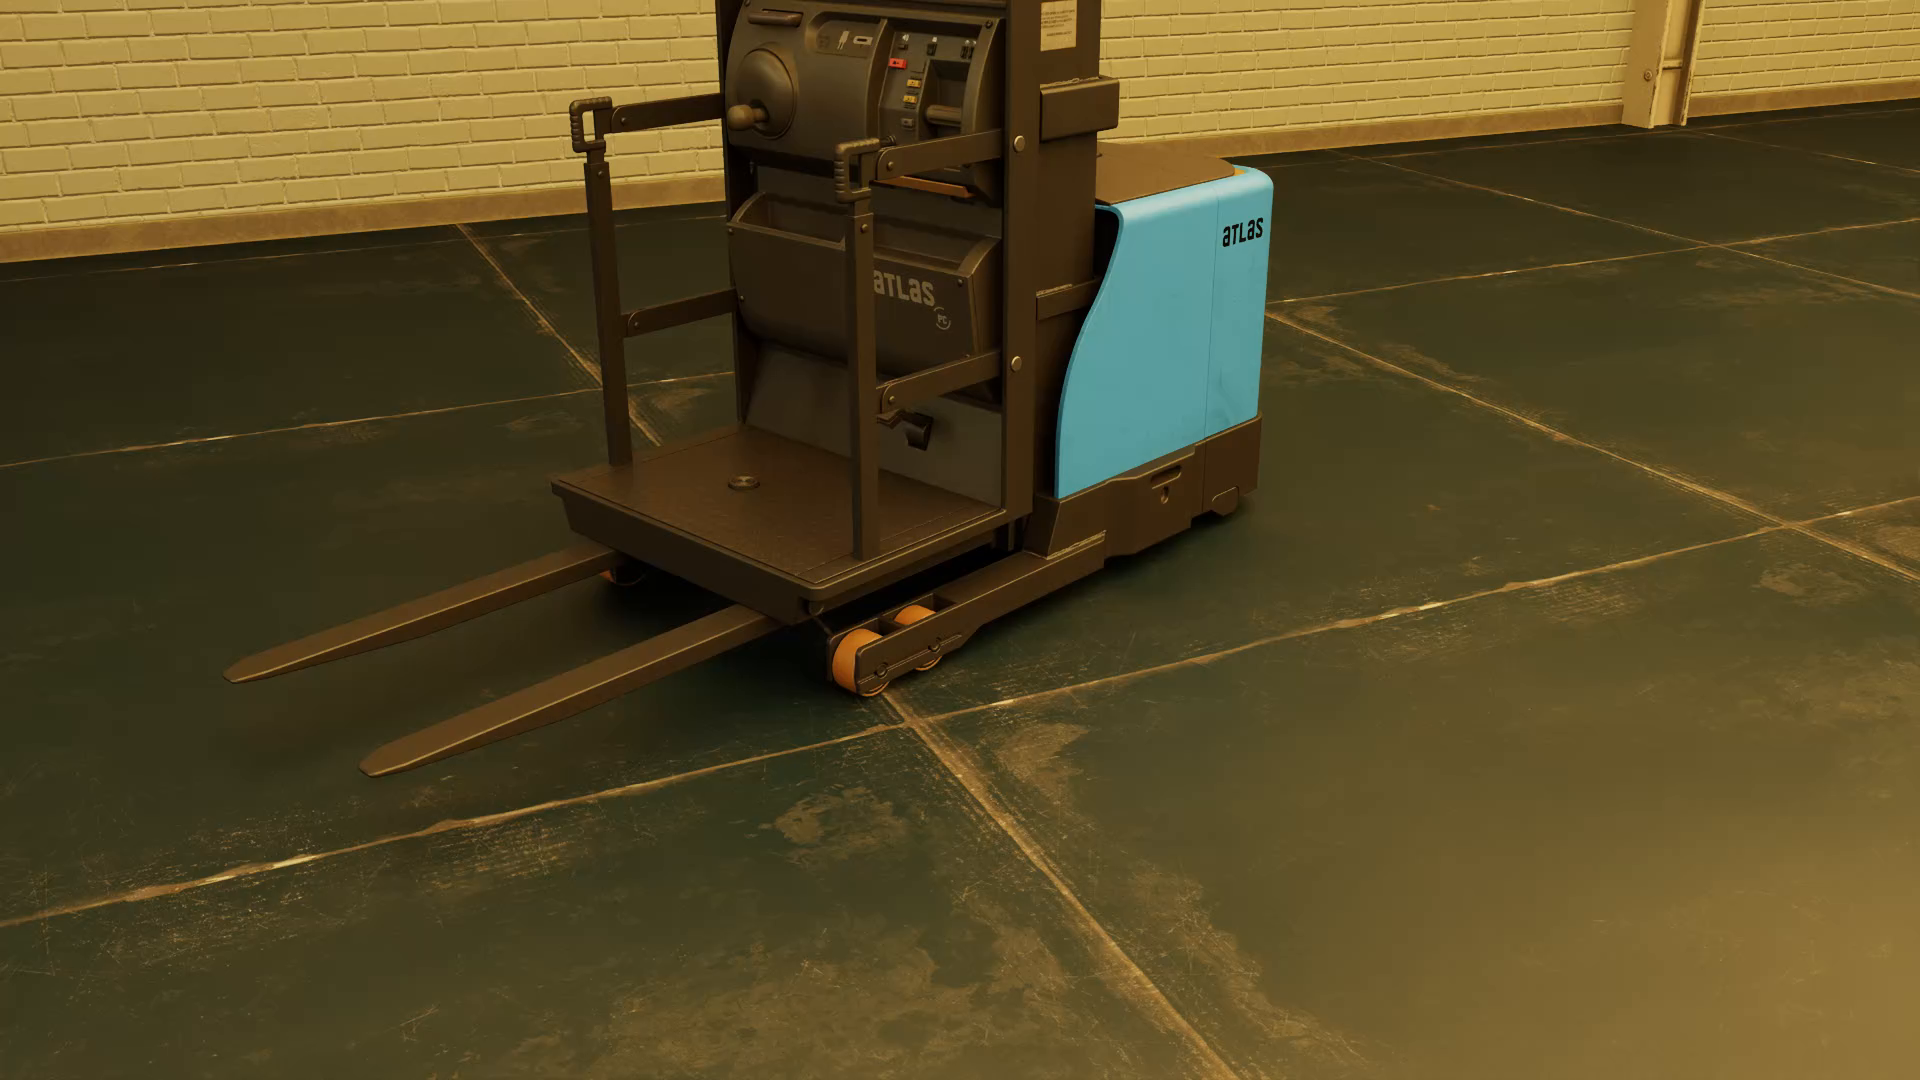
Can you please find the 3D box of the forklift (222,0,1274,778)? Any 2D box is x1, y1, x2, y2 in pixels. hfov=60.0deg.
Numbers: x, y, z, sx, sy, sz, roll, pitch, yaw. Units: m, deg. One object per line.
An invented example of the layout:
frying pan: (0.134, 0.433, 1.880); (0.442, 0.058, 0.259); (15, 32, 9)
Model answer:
forklift: (-0.413, -1.182, 4.131); (1.130, 2.935, 3.031); (19, 29, 39)
